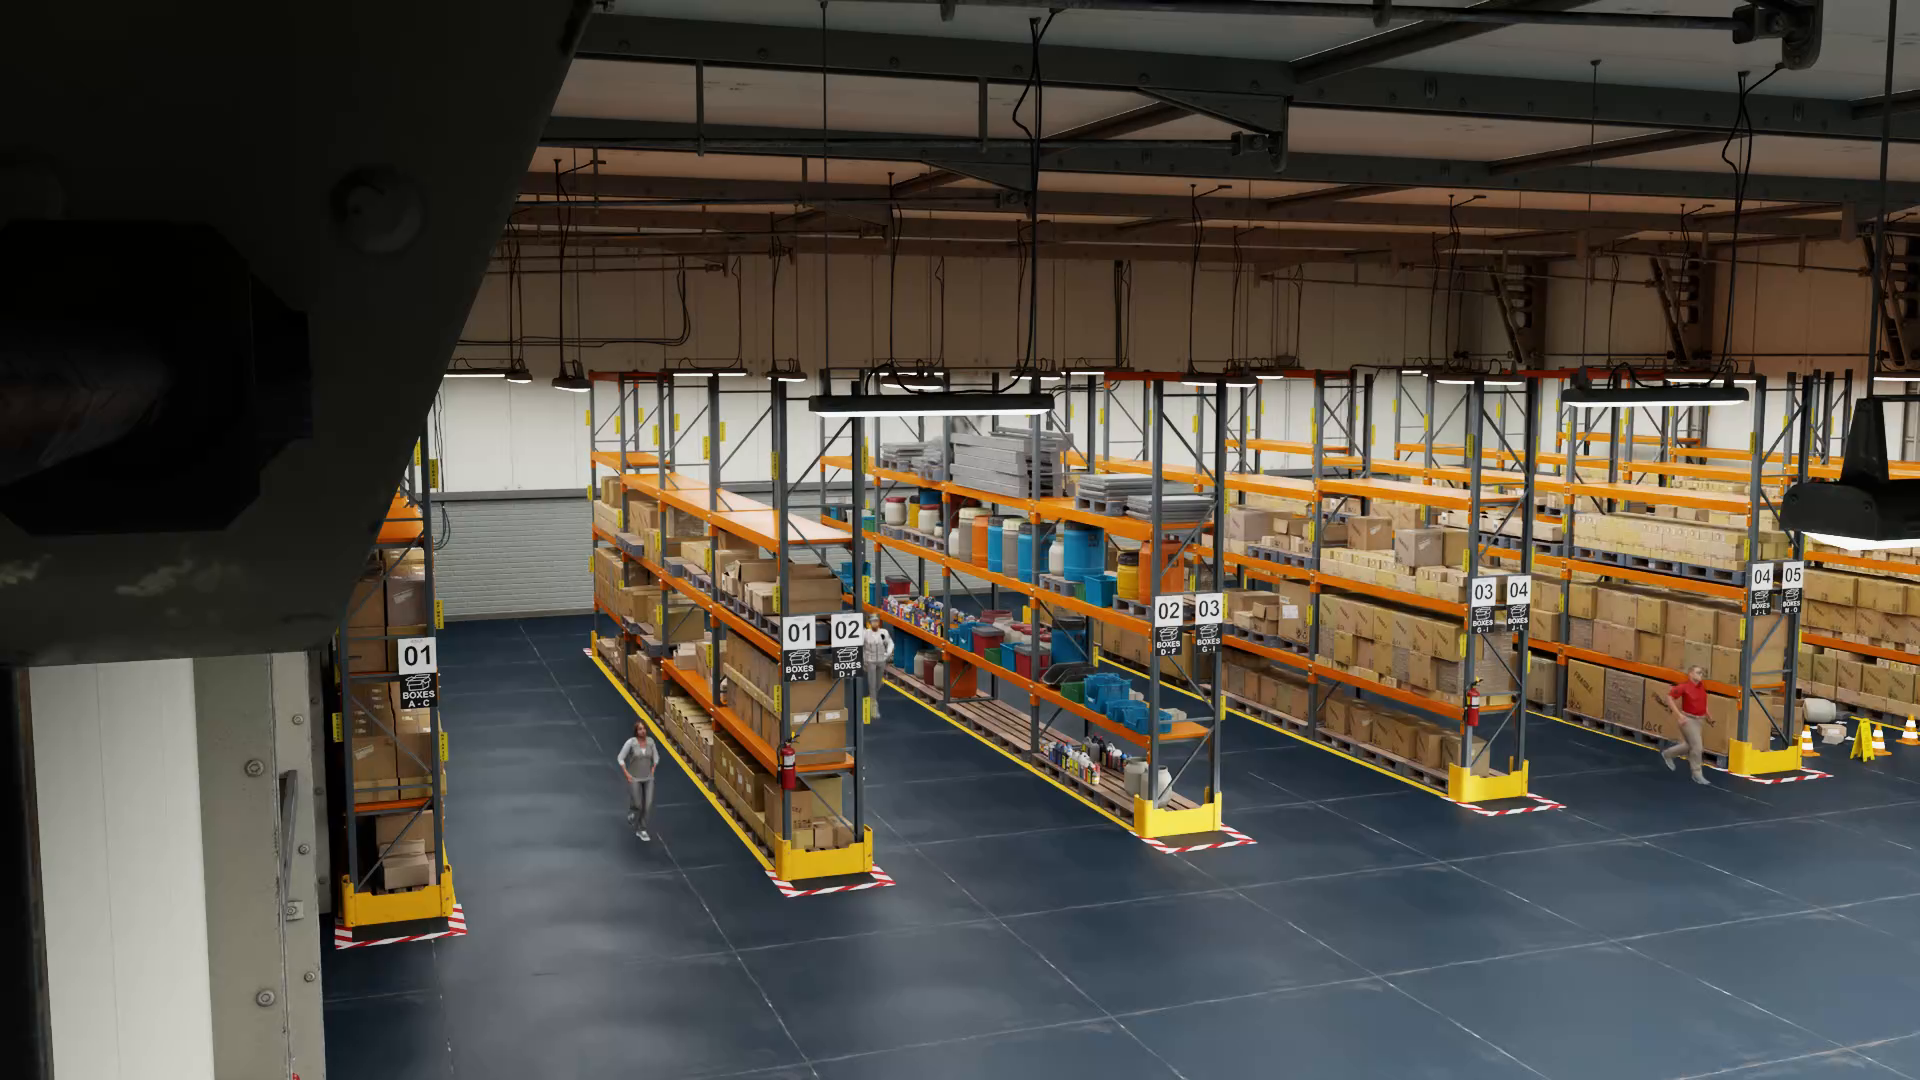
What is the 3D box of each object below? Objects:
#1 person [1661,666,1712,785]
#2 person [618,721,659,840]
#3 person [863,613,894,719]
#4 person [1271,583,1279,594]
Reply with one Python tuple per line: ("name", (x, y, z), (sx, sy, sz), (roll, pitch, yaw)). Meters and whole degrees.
("person", (10.881, 2.733, 24.839), (0.681, 1.749, 0.897), (-4, 8, -34))
("person", (-4.197, 3.146, 21.805), (0.542, 1.546, 0.570), (-3, 7, -26))
("person", (-1.422, 2.088, 28.081), (0.635, 1.756, 0.674), (-2, 7, -15))
("person", (7.899, 0.960, 41.044), (0.669, 1.642, 0.650), (4, 8, 35))
